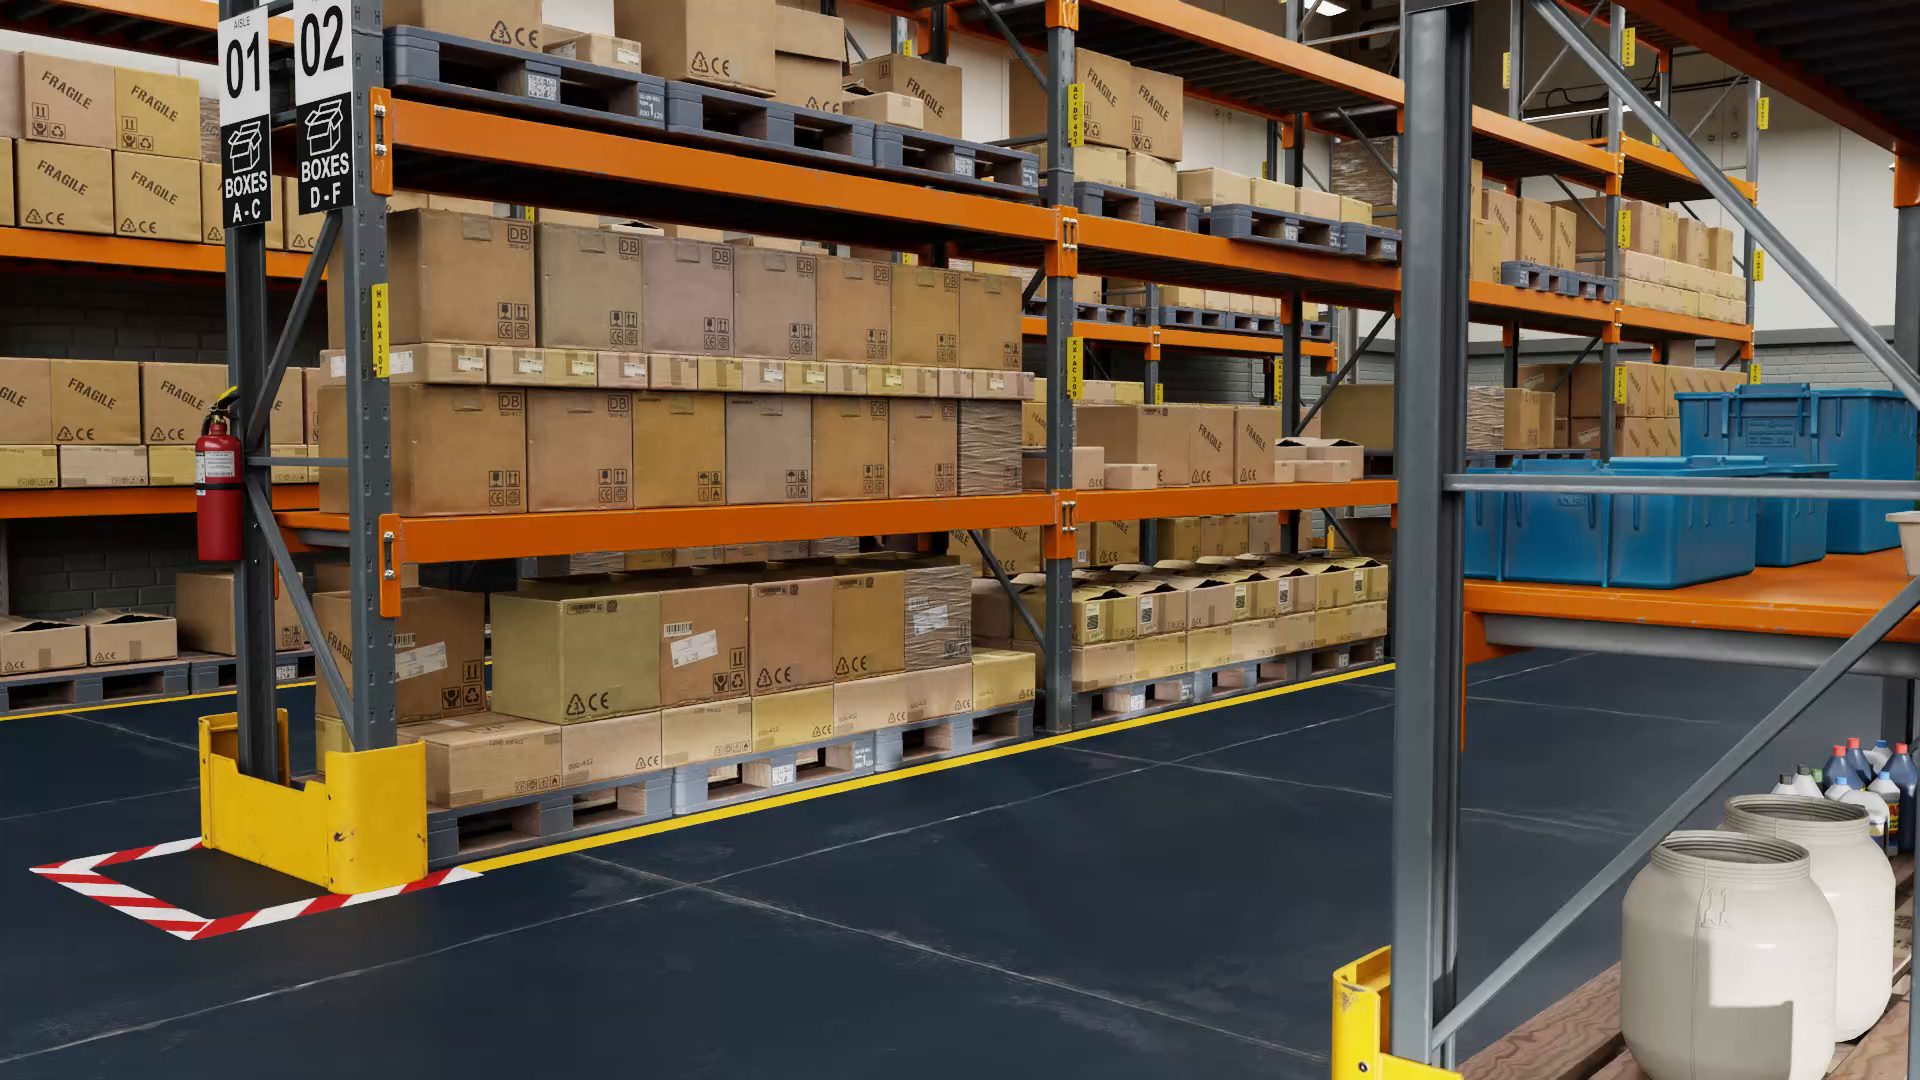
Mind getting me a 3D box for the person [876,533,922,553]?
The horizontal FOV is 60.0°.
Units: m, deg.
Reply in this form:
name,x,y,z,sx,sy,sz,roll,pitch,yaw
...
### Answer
name,x,y,z,sx,sy,sz,roll,pitch,yaw
person,-0.433,-0.093,13.243,0.424,1.773,0.640,3,4,40
